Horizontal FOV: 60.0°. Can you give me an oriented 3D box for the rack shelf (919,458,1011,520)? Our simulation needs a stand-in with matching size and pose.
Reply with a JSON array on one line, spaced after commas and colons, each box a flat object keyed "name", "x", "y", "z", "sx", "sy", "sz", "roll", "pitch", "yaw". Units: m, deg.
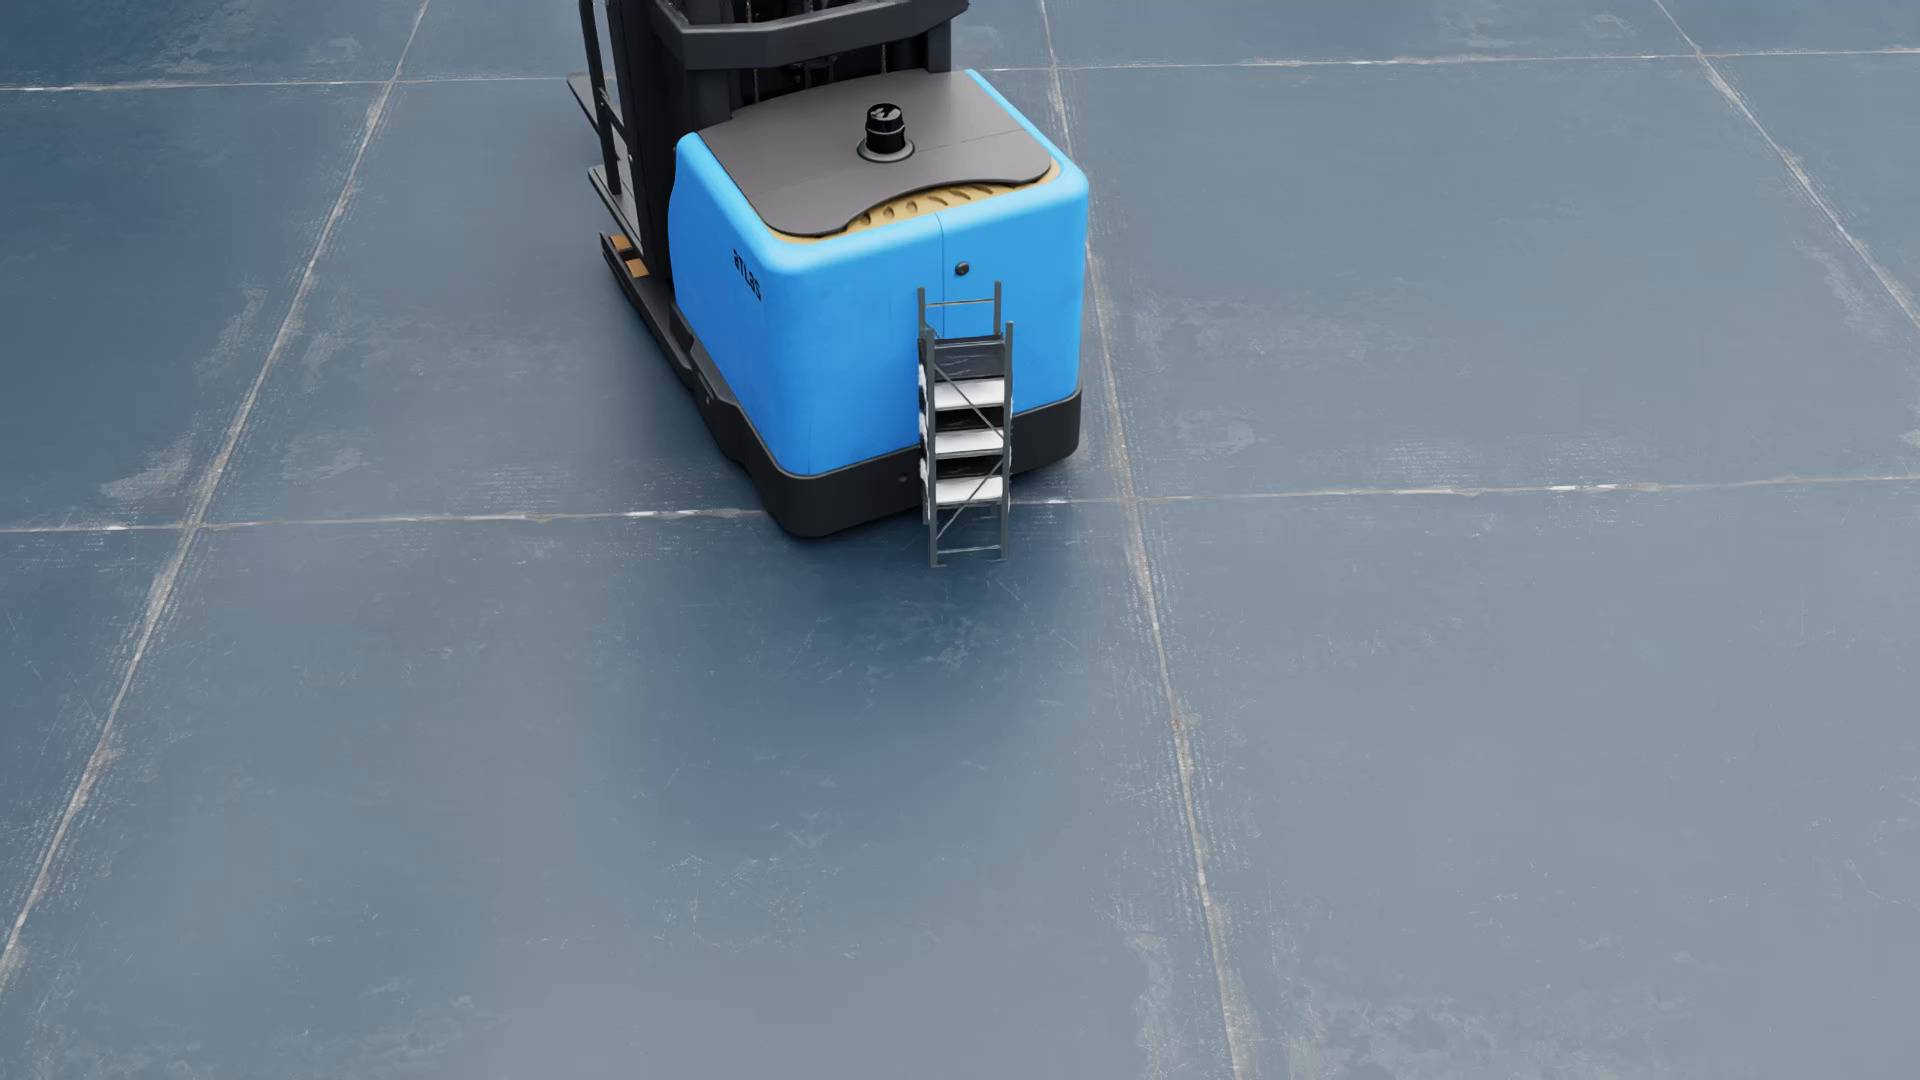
[{"name": "rack shelf", "x": 0.013, "y": -0.167, "z": 5.082, "sx": 0.258, "sy": 0.077, "sz": 0.200, "roll": -5, "pitch": 43, "yaw": -6}]

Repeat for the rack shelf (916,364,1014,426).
[{"name": "rack shelf", "x": 0.013, "y": -0.433, "z": 4.839, "sx": 0.258, "sy": 0.077, "sz": 0.200, "roll": -5, "pitch": 43, "yaw": -6}]

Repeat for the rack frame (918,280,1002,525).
[{"name": "rack frame", "x": -0.001, "y": -0.393, "z": 5.012, "sx": 0.240, "sy": 0.900, "sz": 0.006, "roll": -5, "pitch": 43, "yaw": -6}]

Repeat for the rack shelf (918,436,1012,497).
[{"name": "rack shelf", "x": 0.013, "y": -0.234, "z": 5.021, "sx": 0.258, "sy": 0.077, "sz": 0.200, "roll": -5, "pitch": 43, "yaw": -6}]

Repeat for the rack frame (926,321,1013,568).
[{"name": "rack frame", "x": 0.027, "y": -0.257, "z": 4.864, "sx": 0.240, "sy": 0.900, "sz": 0.006, "roll": -5, "pitch": 43, "yaw": -6}]

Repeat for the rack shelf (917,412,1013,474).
[{"name": "rack shelf", "x": 0.013, "y": -0.300, "z": 4.961, "sx": 0.258, "sy": 0.077, "sz": 0.200, "roll": -5, "pitch": 43, "yaw": -6}]

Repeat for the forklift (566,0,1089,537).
[{"name": "forklift", "x": -0.708, "y": -2.086, "z": 5.356, "sx": 1.130, "sy": 2.935, "sz": 3.031, "roll": -18, "pitch": 46, "yaw": -19}]

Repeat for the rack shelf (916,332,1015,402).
[{"name": "rack shelf", "x": 0.013, "y": -0.499, "z": 4.778, "sx": 0.258, "sy": 0.077, "sz": 0.200, "roll": -5, "pitch": 43, "yaw": -6}]

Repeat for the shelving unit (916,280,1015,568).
[{"name": "shelving unit", "x": 0.013, "y": -0.325, "z": 4.938, "sx": 0.258, "sy": 0.900, "sz": 0.210, "roll": -5, "pitch": 43, "yaw": -6}]

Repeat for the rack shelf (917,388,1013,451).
[{"name": "rack shelf", "x": 0.013, "y": -0.366, "z": 4.900, "sx": 0.258, "sy": 0.077, "sz": 0.200, "roll": -5, "pitch": 43, "yaw": -6}]
